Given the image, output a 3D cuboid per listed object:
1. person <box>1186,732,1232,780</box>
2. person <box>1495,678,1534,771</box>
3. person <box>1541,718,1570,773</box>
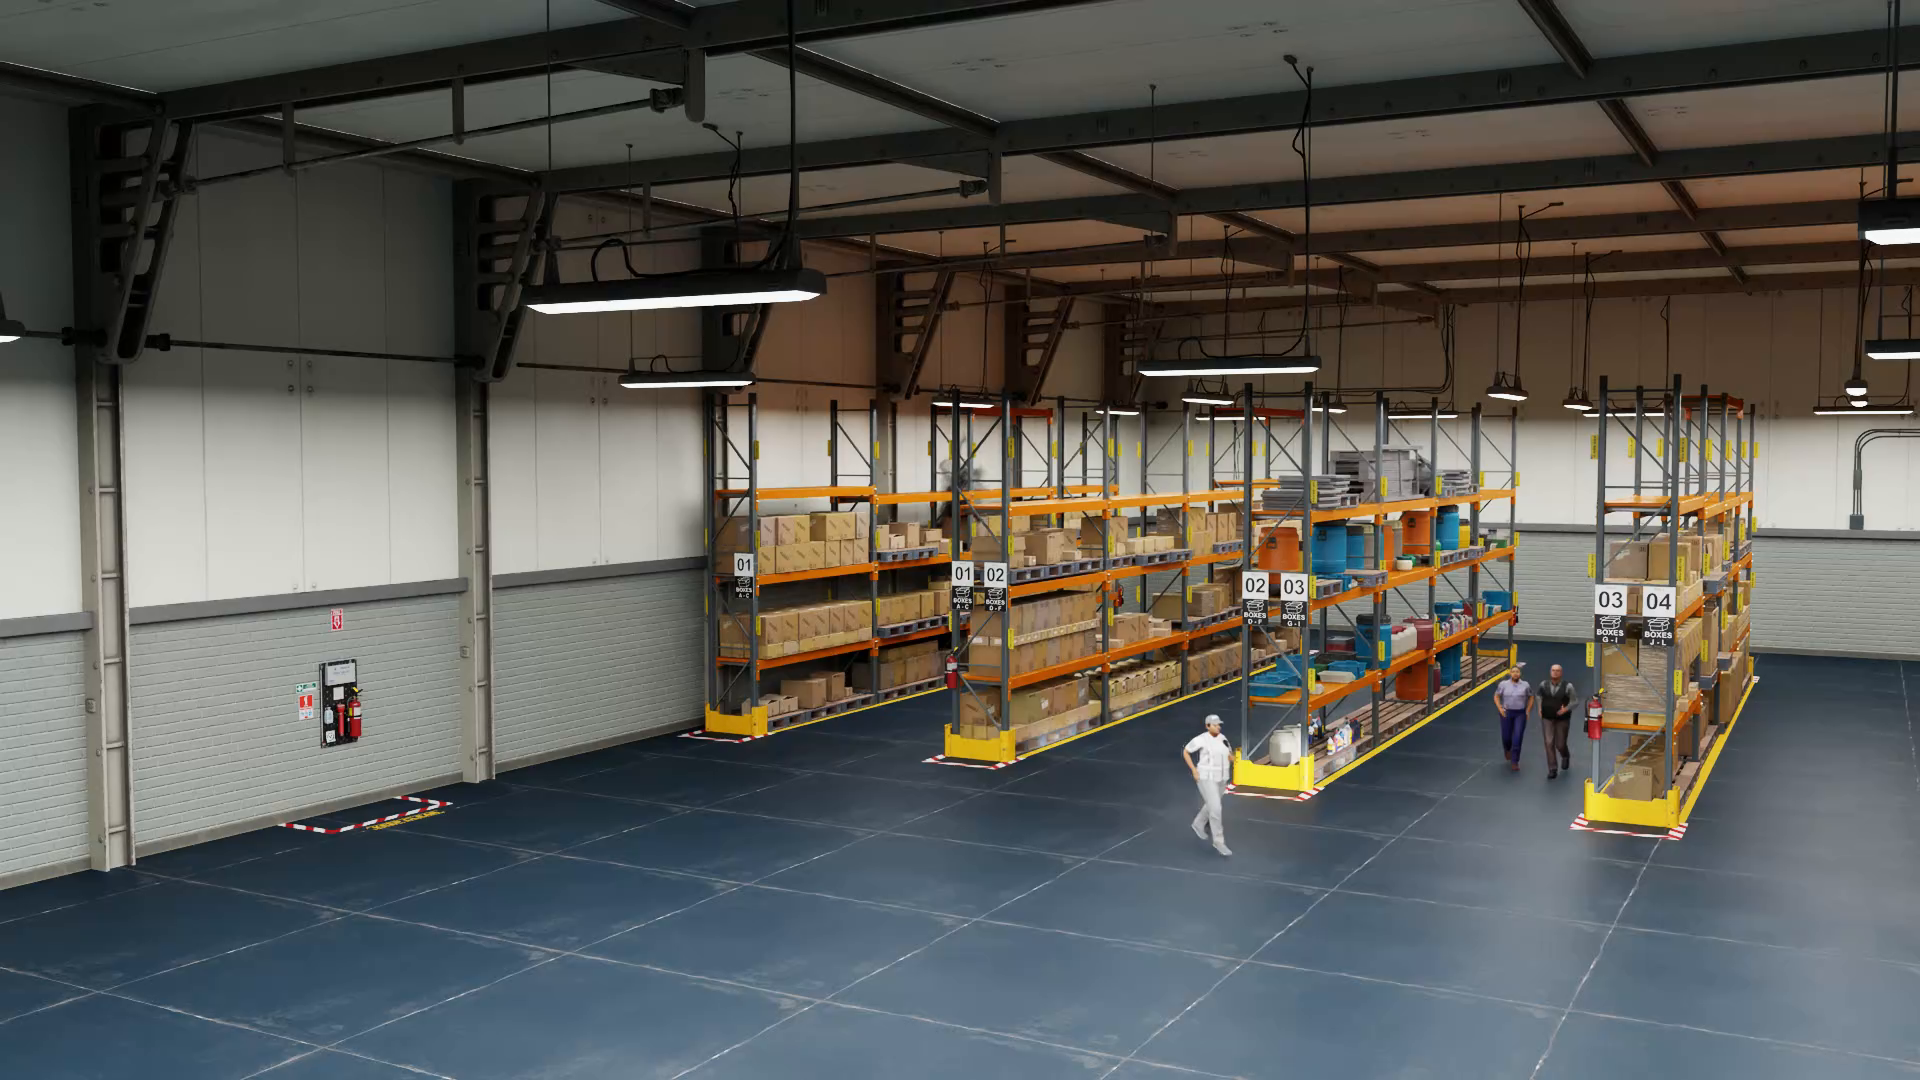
[{"bbox_3d":[3.163,2.686,20.858,0.564,0.571,0.448,-2,4,-35],"label":"person"},{"bbox_3d":[8.753,2.881,26.282,0.584,1.434,0.661,1,3,19],"label":"person"},{"bbox_3d":[9.171,3.092,25.583,0.413,0.921,0.638,2,4,29],"label":"person"}]
